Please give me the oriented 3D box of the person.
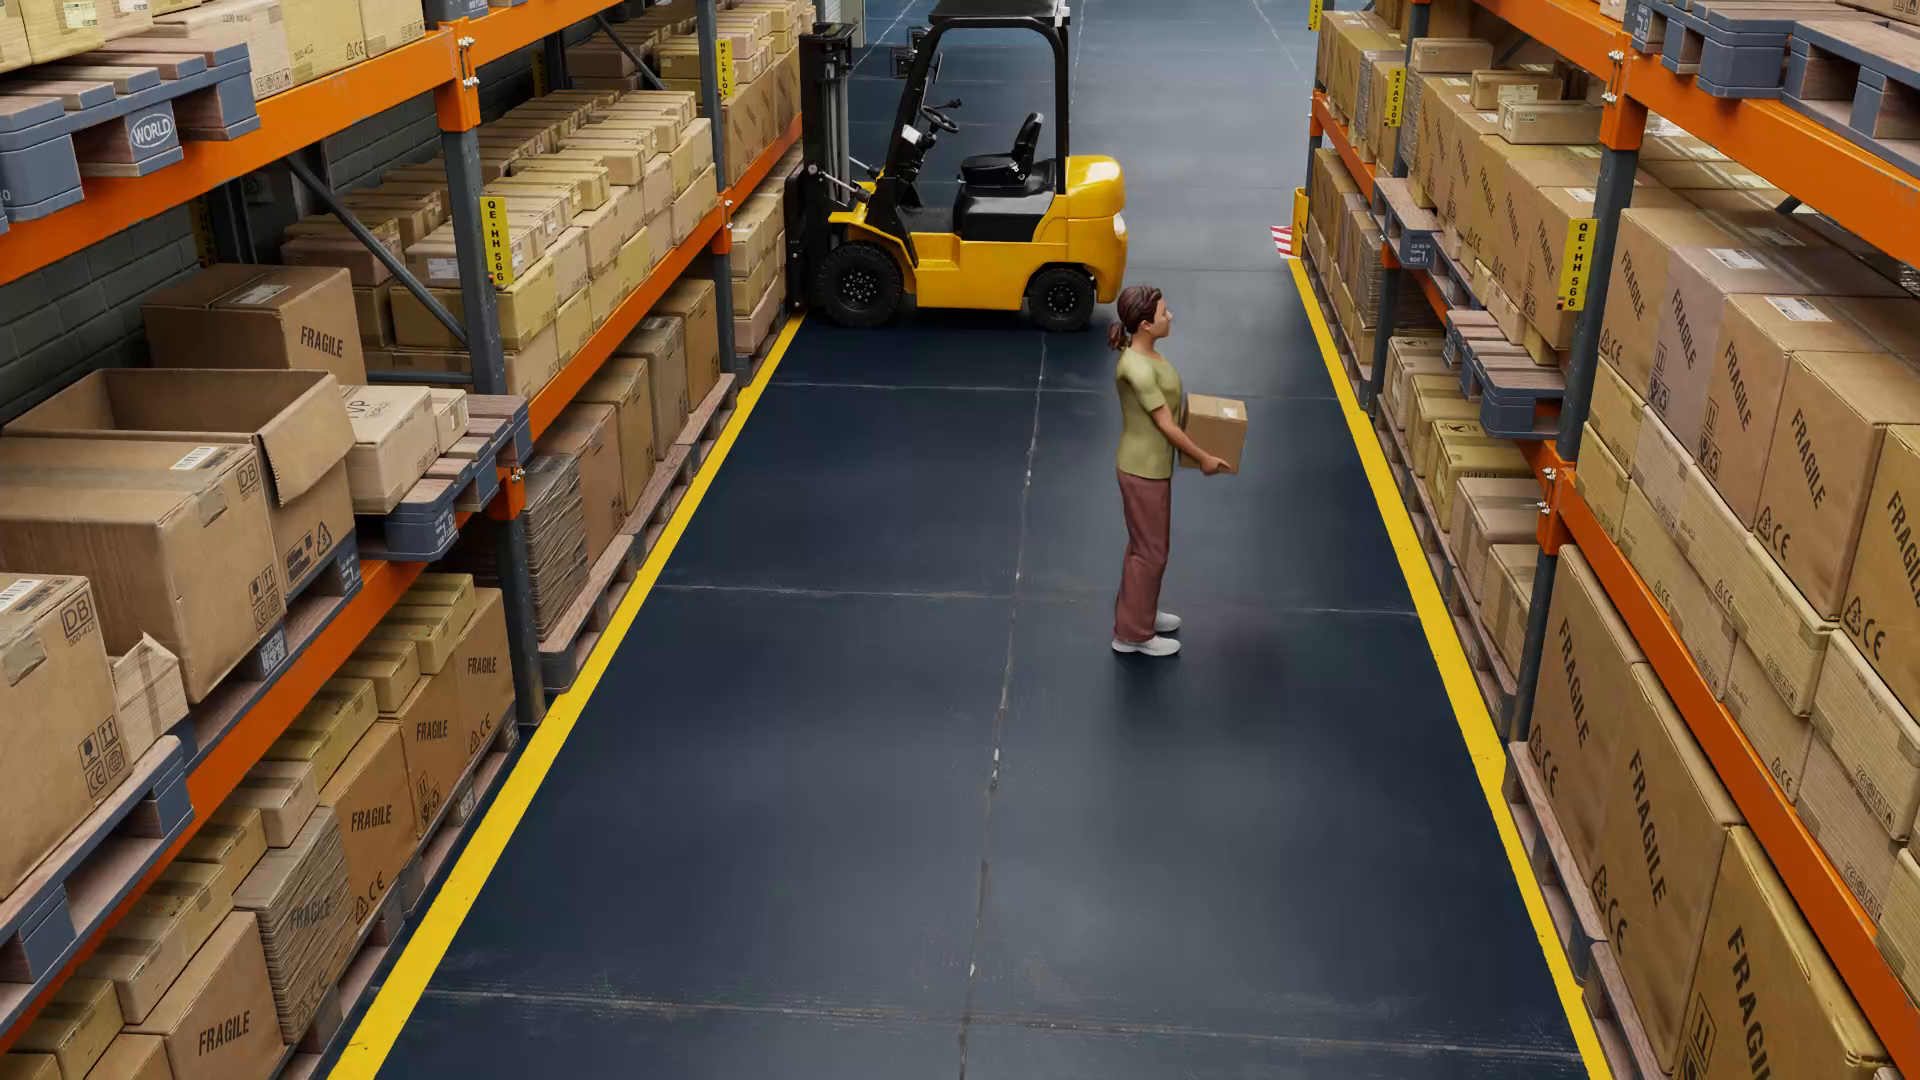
[{"bbox_3d":[0.898,-0.299,7.279,0.541,1.661,0.425,2,25,5],"label":"person"}]
